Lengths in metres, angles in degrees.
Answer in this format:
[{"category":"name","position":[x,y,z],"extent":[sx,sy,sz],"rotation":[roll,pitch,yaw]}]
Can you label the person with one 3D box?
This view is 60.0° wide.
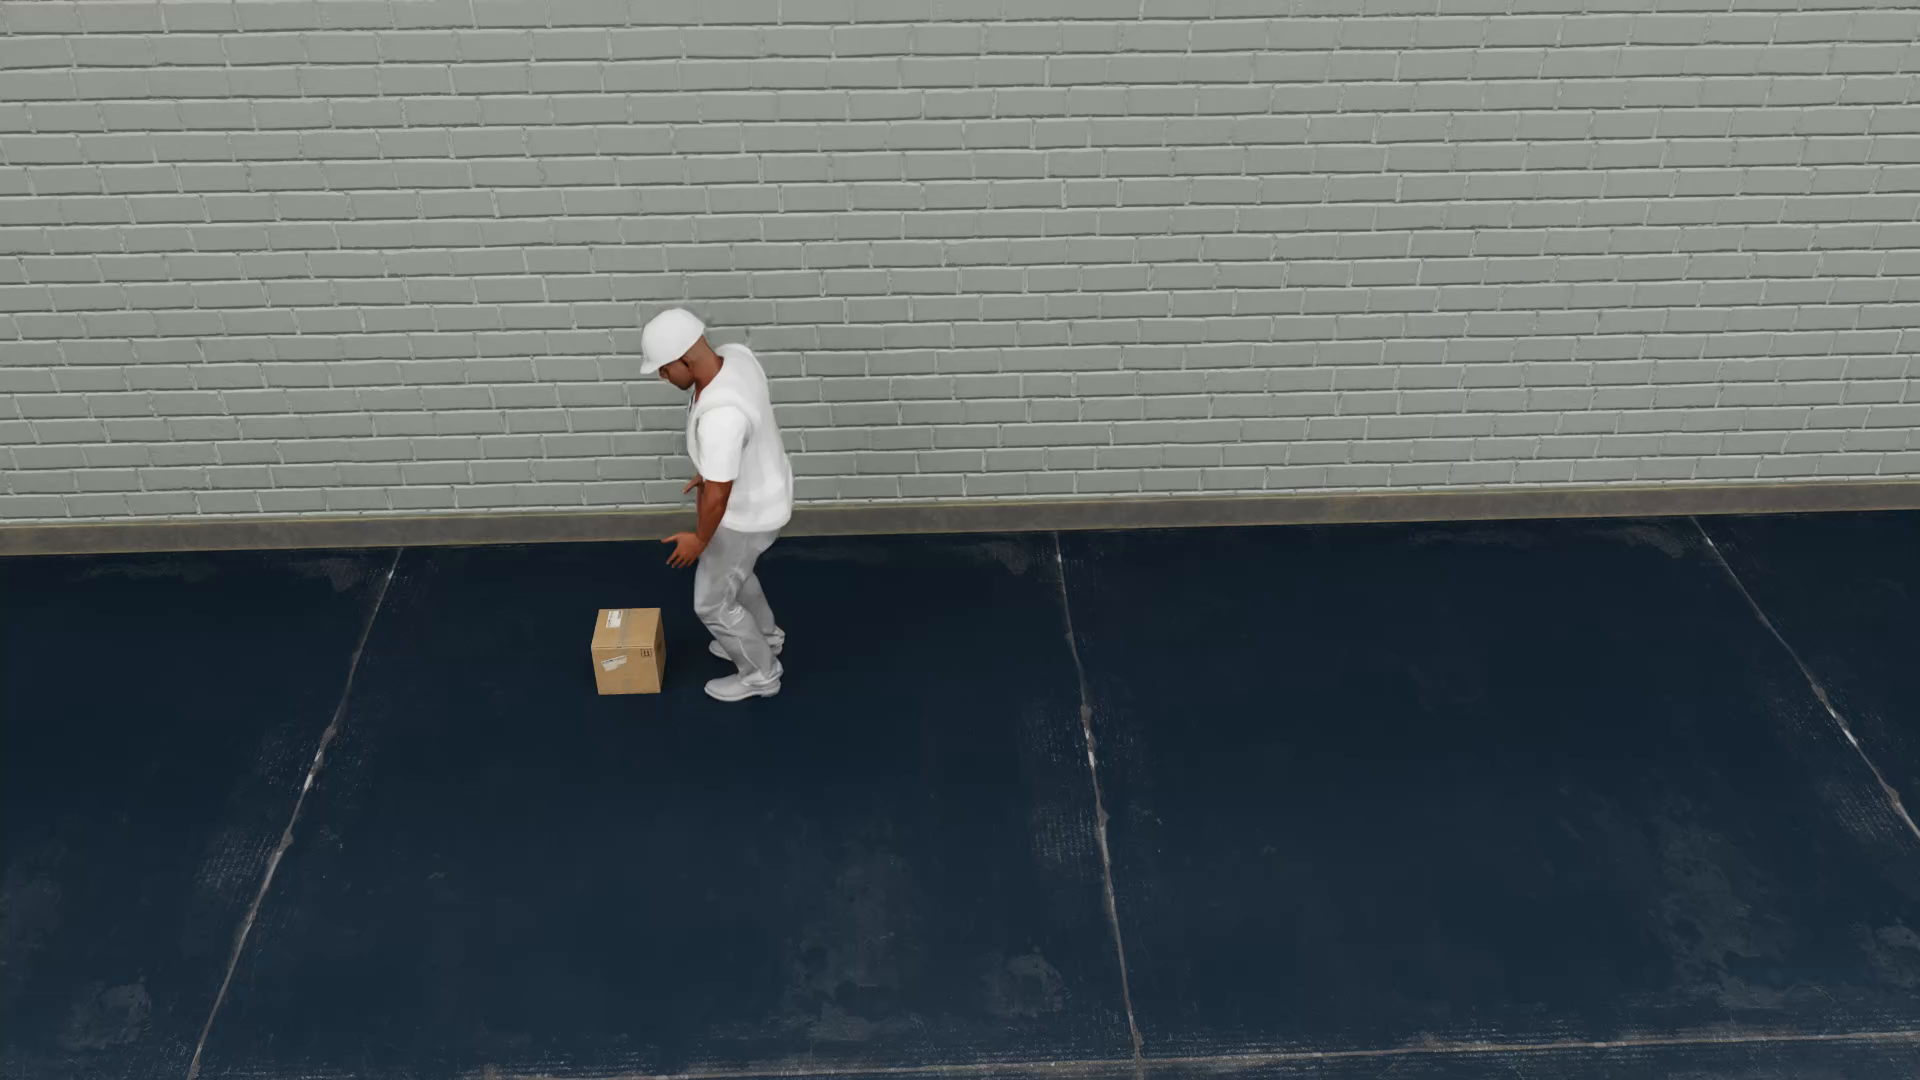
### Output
[{"category":"person","position":[-0.900,-0.125,6.378],"extent":[0.511,1.682,0.602],"rotation":[-1,35,-1]}]
